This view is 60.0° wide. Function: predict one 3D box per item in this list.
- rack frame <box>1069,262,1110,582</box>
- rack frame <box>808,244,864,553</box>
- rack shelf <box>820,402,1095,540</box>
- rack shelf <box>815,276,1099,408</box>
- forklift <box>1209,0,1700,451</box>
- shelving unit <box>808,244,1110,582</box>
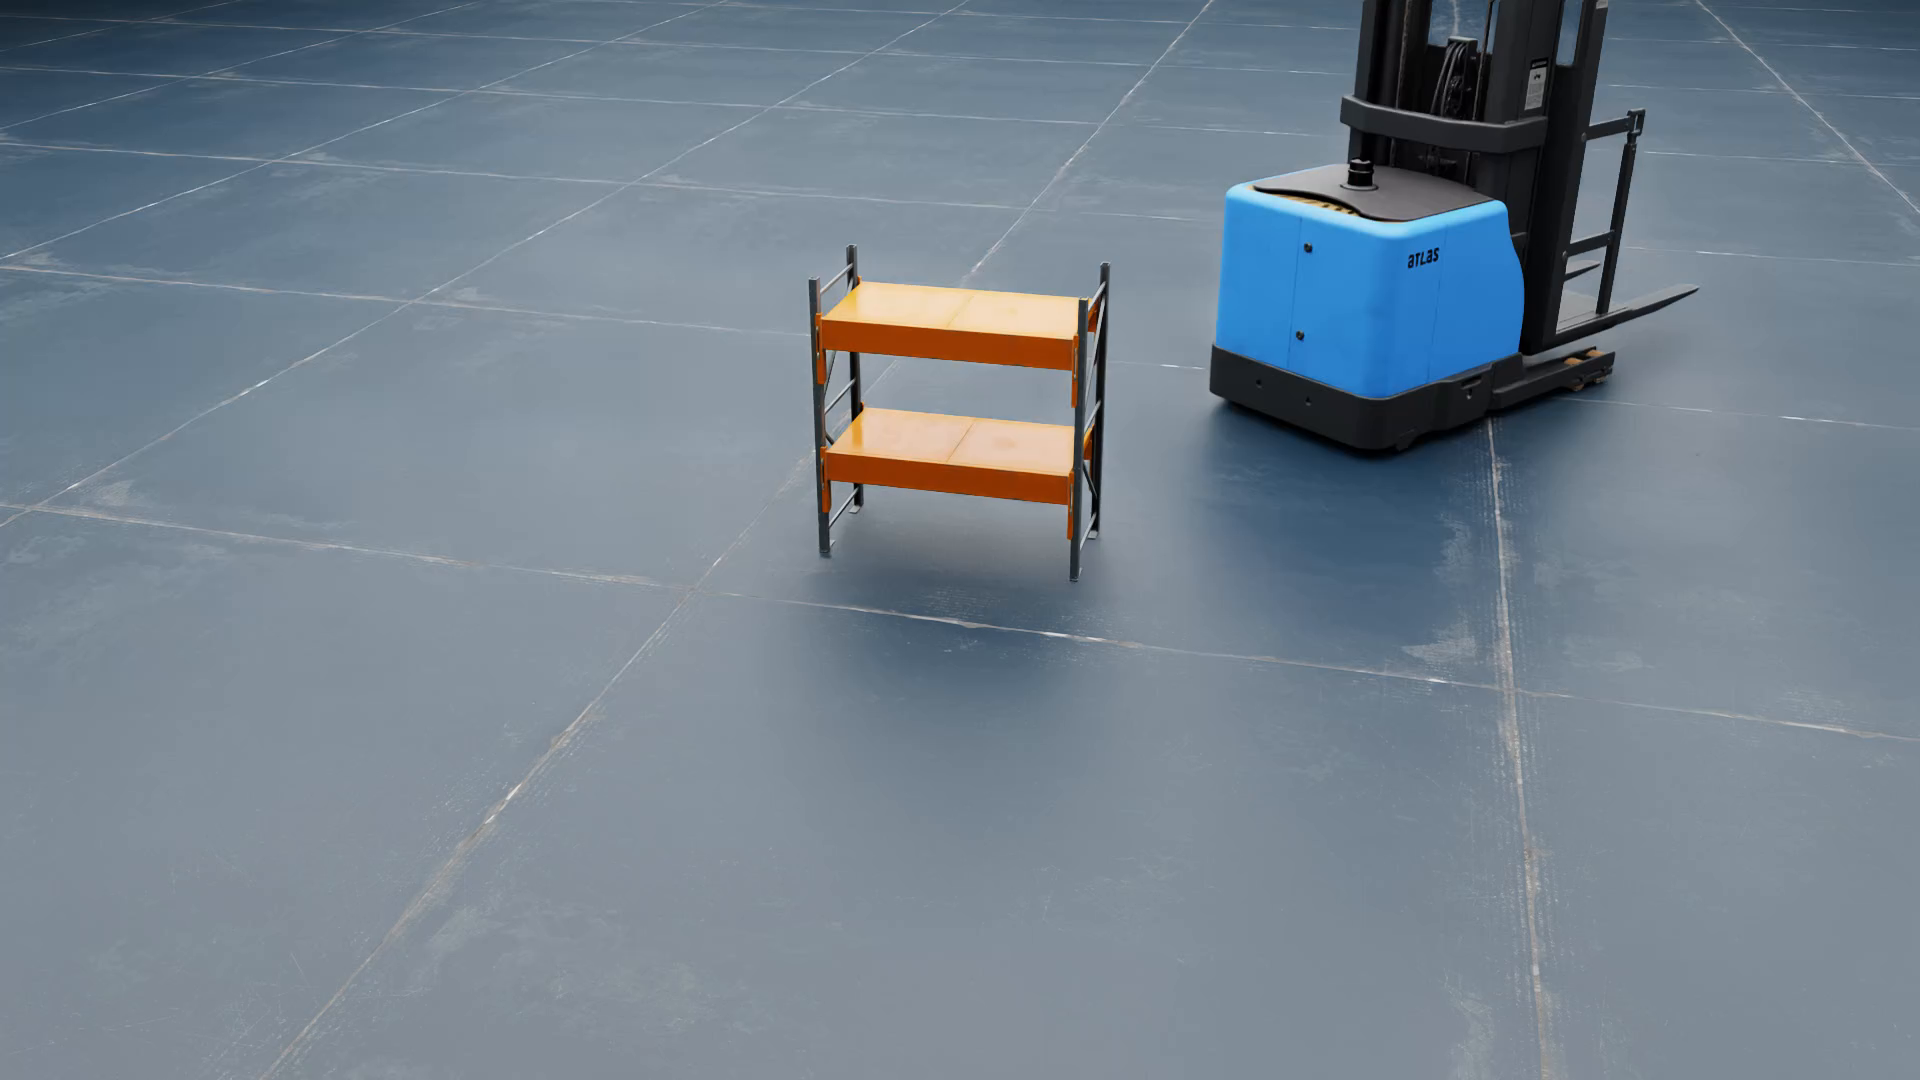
[{"bbox_3d":[0.499,-0.453,6.392,0.032,1.125,0.500,6,26,13],"label":"rack frame"},{"bbox_3d":[-0.486,-0.562,6.621,0.032,1.125,0.500,6,26,13],"label":"rack frame"},{"bbox_3d":[0.007,-0.286,6.612,1.000,0.278,0.538,6,26,13],"label":"rack shelf"},{"bbox_3d":[0.007,-0.771,6.381,1.000,0.278,0.538,6,26,13],"label":"rack shelf"},{"bbox_3d":[2.684,-2.224,8.012,3.031,2.935,1.130,-19,31,-34],"label":"forklift"},{"bbox_3d":[0.007,-0.507,6.507,1.048,1.125,0.538,6,26,13],"label":"shelving unit"}]
